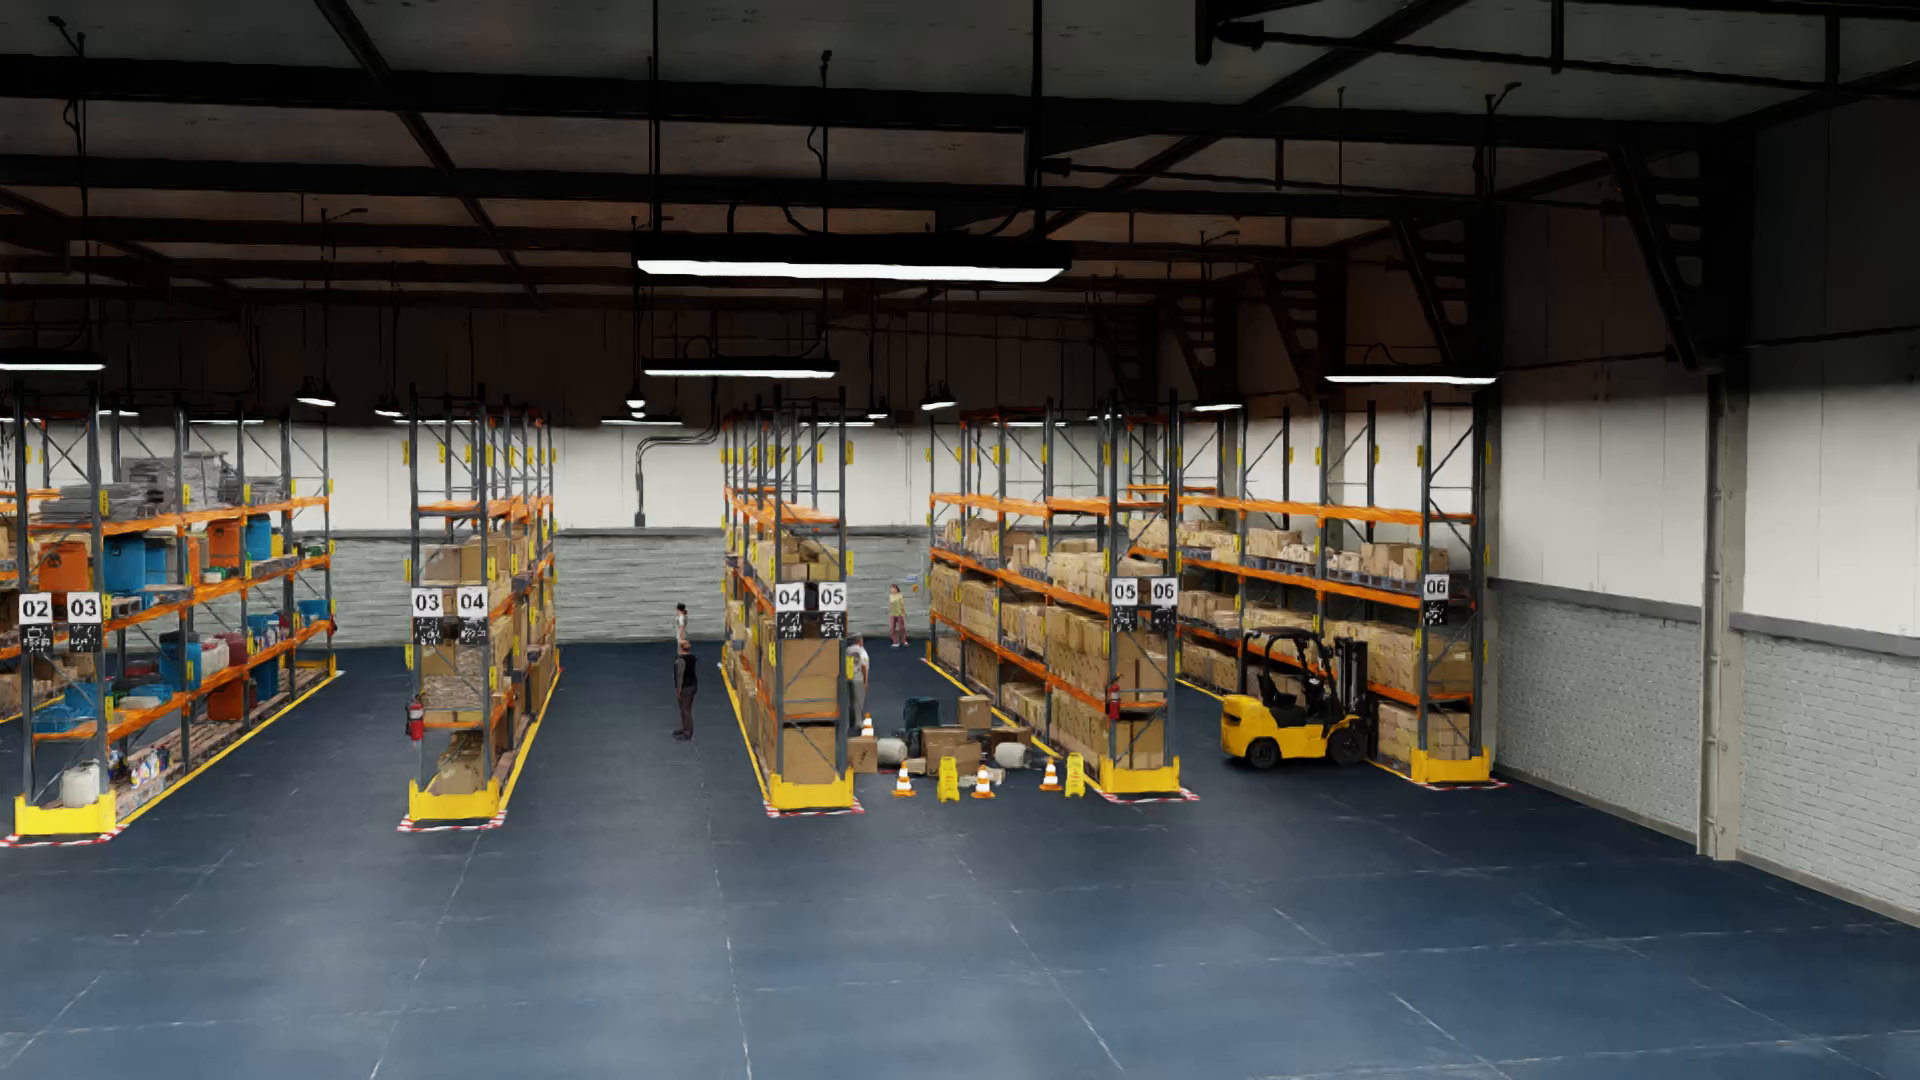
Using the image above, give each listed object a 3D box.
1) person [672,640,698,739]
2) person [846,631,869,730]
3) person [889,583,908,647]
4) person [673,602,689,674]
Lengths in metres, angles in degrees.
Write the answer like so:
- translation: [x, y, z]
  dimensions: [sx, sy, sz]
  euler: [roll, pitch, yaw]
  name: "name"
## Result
- translation: [-4.909, 2.634, 29.472]
  dimensions: [0.498, 1.724, 0.578]
  euler: [1, 3, 19]
  name: "person"
- translation: [-1.852, 2.563, 30.475]
  dimensions: [0.492, 1.768, 0.628]
  euler: [-2, 4, -40]
  name: "person"
- translation: [-1.620, 1.963, 43.756]
  dimensions: [0.502, 1.659, 0.565]
  euler: [1, 3, 27]
  name: "person"
- translation: [-6.307, 2.248, 37.637]
  dimensions: [0.391, 1.674, 0.572]
  euler: [0, 3, -7]
  name: "person"
